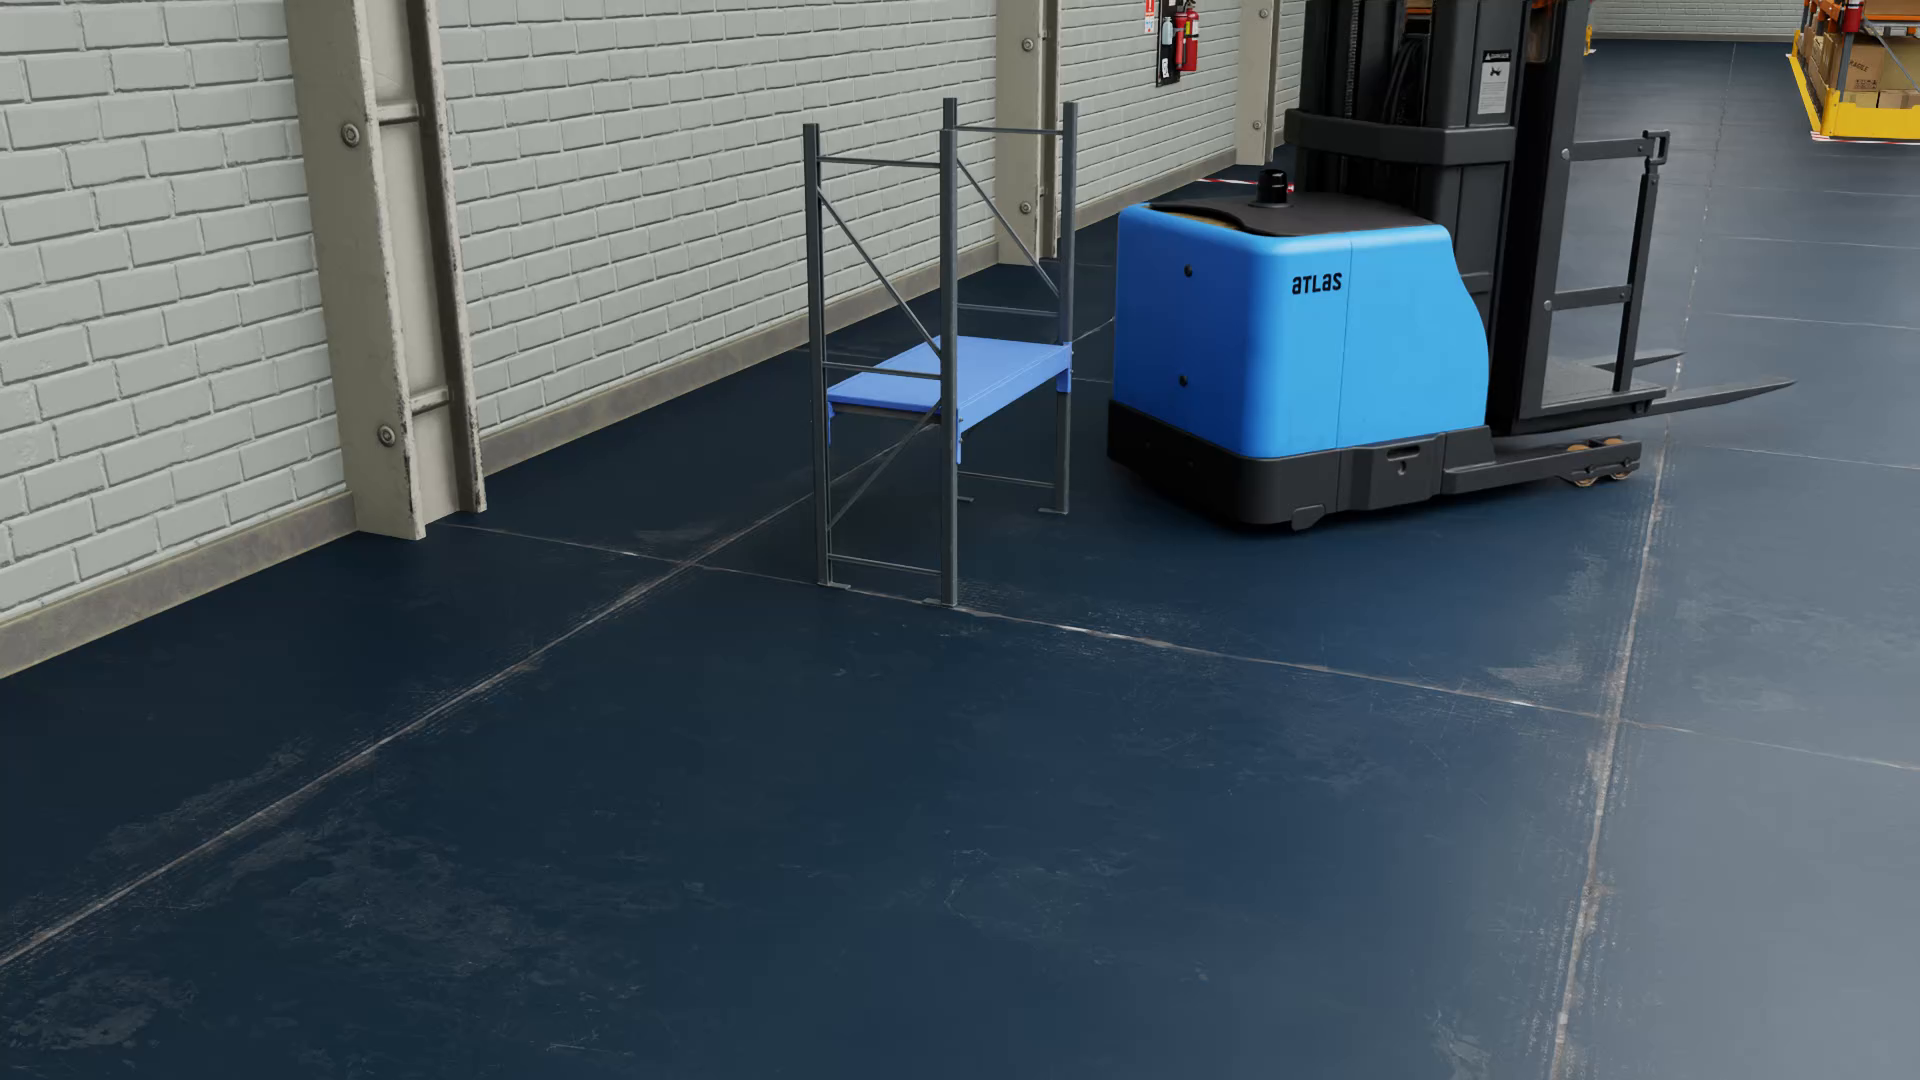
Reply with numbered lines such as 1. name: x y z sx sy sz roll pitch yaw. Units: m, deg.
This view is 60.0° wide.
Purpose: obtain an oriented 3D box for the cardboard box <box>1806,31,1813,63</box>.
1. cardboard box: 14.251 -8.097 27.335 0.500 0.500 0.500 8 21 21

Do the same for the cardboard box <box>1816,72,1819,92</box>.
1. cardboard box: 11.556 -6.010 21.867 0.500 0.250 0.500 9 21 23

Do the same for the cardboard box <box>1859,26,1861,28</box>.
1. cardboard box: 16.938 -9.705 31.856 0.500 0.500 0.500 9 21 23

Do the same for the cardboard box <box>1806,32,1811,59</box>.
1. cardboard box: 14.670 -8.403 28.196 0.500 0.500 0.500 9 21 23

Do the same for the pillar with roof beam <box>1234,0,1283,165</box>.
1. pillar with roof beam: 6.831 -7.398 13.340 9.100 9.000 0.400 9 21 23

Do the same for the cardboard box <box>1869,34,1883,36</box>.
1. cardboard box: 14.317 -7.720 26.275 0.500 0.500 0.500 8 21 21

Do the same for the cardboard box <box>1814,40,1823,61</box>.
1. cardboard box: 12.550 -7.002 23.822 0.500 0.311 0.500 8 21 22

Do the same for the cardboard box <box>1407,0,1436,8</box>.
1. cardboard box: 5.878 -6.771 20.727 0.500 0.250 0.500 9 21 23

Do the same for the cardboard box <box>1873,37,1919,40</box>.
1. cardboard box: 11.615 -5.987 20.684 0.500 0.500 0.500 9 21 23

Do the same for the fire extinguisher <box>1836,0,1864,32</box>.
1. fire extinguisher: 9.912 -5.976 18.411 0.296 0.674 0.183 9 21 23

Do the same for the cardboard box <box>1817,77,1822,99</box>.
1. cardboard box: 11.137 -5.705 21.012 0.500 0.250 0.500 9 21 23

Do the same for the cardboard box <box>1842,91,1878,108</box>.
1. cardboard box: 10.334 -5.091 19.285 0.500 0.250 0.500 9 21 23

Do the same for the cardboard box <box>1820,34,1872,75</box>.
1. cardboard box: 11.349 -6.210 21.312 0.500 0.500 0.500 9 21 23

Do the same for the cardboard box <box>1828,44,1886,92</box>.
1. cardboard box: 10.332 -5.445 19.161 0.500 0.500 0.500 9 21 23

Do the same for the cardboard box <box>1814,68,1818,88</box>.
1. cardboard box: 11.928 -6.276 22.617 0.500 0.250 0.500 8 21 22

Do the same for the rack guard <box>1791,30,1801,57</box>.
1. rack guard: 16.905 -9.675 32.427 1.175 0.500 0.348 9 21 23

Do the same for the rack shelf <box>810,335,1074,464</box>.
1. rack shelf: -0.035 -0.511 5.704 0.538 0.185 1.000 9 21 23

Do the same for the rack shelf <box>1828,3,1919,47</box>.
1. rack shelf: 11.203 -6.257 20.160 1.077 0.370 4.000 9 21 23

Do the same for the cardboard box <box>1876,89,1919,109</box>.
1. cardboard box: 10.807 -5.020 19.086 0.500 0.250 0.500 9 21 23

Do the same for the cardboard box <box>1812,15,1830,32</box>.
1. cardboard box: 14.263 -8.462 27.242 0.500 0.250 0.500 8 21 22

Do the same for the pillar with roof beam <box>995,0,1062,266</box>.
1. pillar with roof beam: 4.375 -5.563 8.183 9.100 9.000 0.400 9 21 23

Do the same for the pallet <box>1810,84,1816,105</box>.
1. pallet: 12.288 -6.124 22.874 1.003 0.211 1.213 9 21 23

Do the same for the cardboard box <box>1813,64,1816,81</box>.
1. cardboard box: 12.345 -6.587 23.491 0.500 0.250 0.500 9 21 24

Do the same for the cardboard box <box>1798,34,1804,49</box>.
1. cardboard box: 16.045 -9.354 31.243 0.500 0.250 0.500 9 21 23

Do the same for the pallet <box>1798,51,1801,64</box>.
1. pallet: 16.079 -8.923 30.745 1.003 0.211 1.213 9 21 23

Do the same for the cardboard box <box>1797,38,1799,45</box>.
1. cardboard box: 16.349 -9.591 32.032 0.380 0.166 0.250 9 21 23

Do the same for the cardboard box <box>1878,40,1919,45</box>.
1. cardboard box: 11.203 -5.681 19.825 0.500 0.500 0.500 9 21 23

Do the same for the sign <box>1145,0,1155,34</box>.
1. sign: 1.537 -4.273 13.455 0.001 0.329 0.234 9 21 23

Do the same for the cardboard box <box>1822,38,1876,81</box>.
1. cardboard box: 10.934 -5.905 20.455 0.500 0.500 0.500 9 21 23

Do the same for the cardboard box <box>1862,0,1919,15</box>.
1. cardboard box: 10.587 -6.173 18.700 0.700 0.500 0.500 9 21 23

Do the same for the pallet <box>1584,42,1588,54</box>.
1. pallet: 12.159 -9.985 33.731 1.003 0.211 1.213 9 21 23

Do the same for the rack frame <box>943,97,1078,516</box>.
1. rack frame: 0.173 -0.836 6.081 0.500 1.500 0.032 9 21 23

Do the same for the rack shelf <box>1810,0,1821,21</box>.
1. rack shelf: 14.479 -8.703 27.036 1.077 0.370 4.000 9 21 23

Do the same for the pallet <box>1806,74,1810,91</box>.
1. pallet: 13.288 -6.870 24.971 1.003 0.211 1.213 9 21 23

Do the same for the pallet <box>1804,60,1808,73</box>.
1. pallet: 15.000 -8.085 28.388 1.003 0.211 1.213 9 21 23

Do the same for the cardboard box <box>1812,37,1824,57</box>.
1. cardboard box: 12.970 -7.315 24.701 0.500 0.311 0.500 8 21 21

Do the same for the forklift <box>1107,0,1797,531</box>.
1. forklift: 2.147 -1.738 6.482 3.031 2.935 1.130 -9 22 -25

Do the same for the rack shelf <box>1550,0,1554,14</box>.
1. rack shelf: 9.958 -9.381 28.944 1.077 0.370 4.000 9 21 23

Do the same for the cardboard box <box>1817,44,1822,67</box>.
1. cardboard box: 12.134 -6.697 22.963 0.500 0.311 0.500 9 22 24

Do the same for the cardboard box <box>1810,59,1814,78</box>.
1. cardboard box: 12.765 -6.899 24.369 0.500 0.250 0.500 8 21 21

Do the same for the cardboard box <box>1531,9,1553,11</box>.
1. cardboard box: 9.925 -8.767 28.727 0.750 0.750 0.750 8 21 22

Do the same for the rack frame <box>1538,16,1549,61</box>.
1. rack frame: 9.139 -9.109 27.105 1.000 3.000 0.127 9 21 23

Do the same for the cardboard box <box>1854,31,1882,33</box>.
1. cardboard box: 14.736 -8.033 27.155 0.500 0.500 0.500 8 21 21

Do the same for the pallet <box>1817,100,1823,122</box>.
1. pallet: 11.160 -5.282 20.506 1.003 0.211 1.213 9 21 23

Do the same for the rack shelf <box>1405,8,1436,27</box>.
1. rack shelf: 6.682 -6.936 22.068 1.077 0.370 4.000 9 21 23

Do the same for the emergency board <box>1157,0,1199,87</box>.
1. emergency board: 1.857 -4.411 13.897 0.194 1.169 0.643 9 21 23

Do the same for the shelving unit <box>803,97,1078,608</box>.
1. shelving unit: -0.035 -0.681 5.644 0.538 1.500 1.048 9 21 23

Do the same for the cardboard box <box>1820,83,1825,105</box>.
1. cardboard box: 10.731 -5.399 20.150 0.500 0.250 0.500 9 21 23

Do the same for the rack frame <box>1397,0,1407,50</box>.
1. rack frame: 5.863 -6.663 20.228 1.000 3.000 0.127 9 21 23

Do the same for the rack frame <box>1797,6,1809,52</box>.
1. rack frame: 16.936 -10.876 32.073 1.000 3.000 0.127 9 21 23

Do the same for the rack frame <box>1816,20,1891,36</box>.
1. rack frame: 13.660 -8.430 25.197 1.000 3.000 0.127 9 21 23

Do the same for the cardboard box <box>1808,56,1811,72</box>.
1. cardboard box: 13.178 -7.213 25.250 0.500 0.250 0.500 8 21 23

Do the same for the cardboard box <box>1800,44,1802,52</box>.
1. cardboard box: 15.372 -8.853 29.984 0.380 0.149 0.250 9 21 23
